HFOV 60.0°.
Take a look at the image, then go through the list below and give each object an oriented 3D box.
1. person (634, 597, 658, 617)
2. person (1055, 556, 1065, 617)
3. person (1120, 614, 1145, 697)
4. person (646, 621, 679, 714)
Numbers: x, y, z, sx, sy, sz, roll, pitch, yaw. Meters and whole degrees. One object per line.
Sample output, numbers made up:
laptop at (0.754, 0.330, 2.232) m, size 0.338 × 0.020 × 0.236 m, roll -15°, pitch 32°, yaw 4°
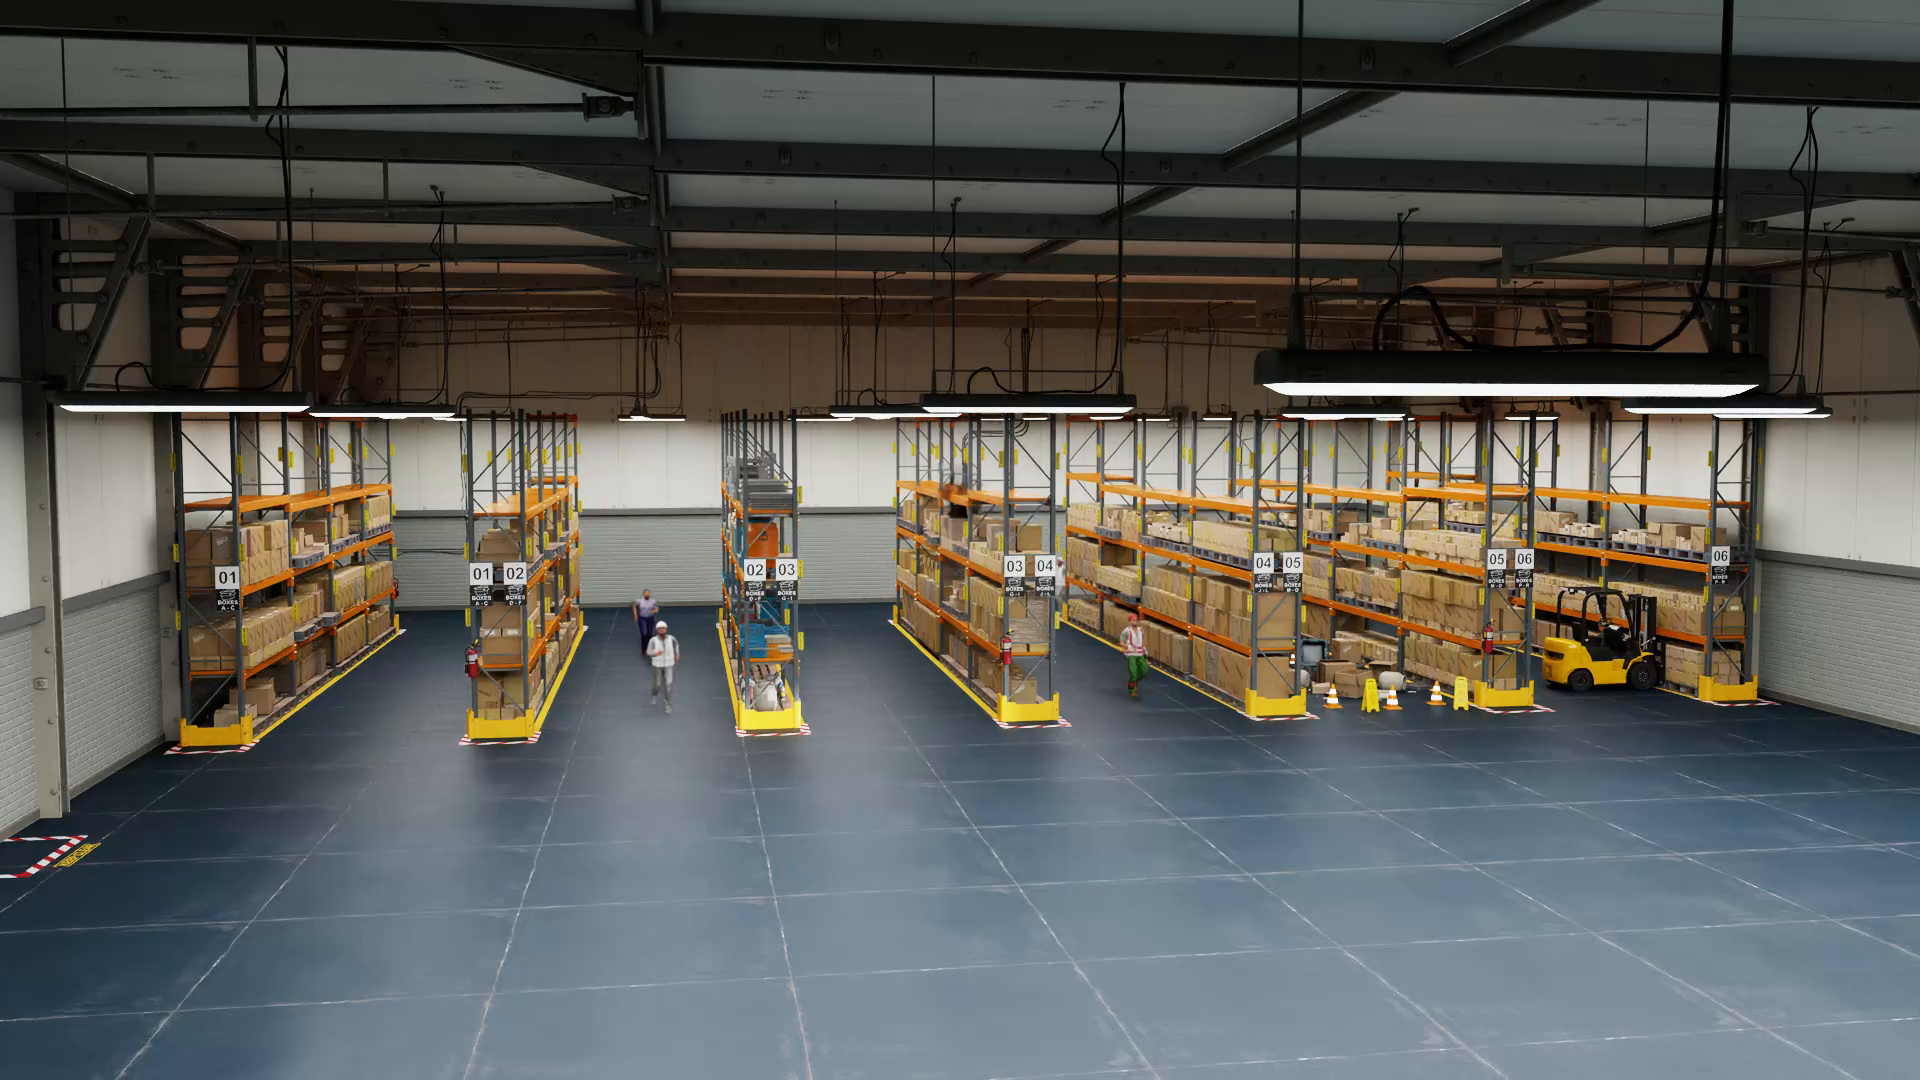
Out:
person at (-7.709, 1.653, 40.968) m, size 0.545 × 0.524 × 0.306 m, roll -2°, pitch 4°, yaw -25°
person at (2.954, 1.384, 49.495) m, size 0.664 × 1.813 × 0.692 m, roll -3°, pitch 5°, yaw -33°
person at (3.651, 2.414, 34.863) m, size 0.648 × 1.740 × 0.387 m, roll -2°, pitch 4°, yaw -24°
person at (-5.945, 2.517, 33.248) m, size 0.665 × 1.808 × 0.945 m, roll -1°, pitch 4°, yaw -16°
